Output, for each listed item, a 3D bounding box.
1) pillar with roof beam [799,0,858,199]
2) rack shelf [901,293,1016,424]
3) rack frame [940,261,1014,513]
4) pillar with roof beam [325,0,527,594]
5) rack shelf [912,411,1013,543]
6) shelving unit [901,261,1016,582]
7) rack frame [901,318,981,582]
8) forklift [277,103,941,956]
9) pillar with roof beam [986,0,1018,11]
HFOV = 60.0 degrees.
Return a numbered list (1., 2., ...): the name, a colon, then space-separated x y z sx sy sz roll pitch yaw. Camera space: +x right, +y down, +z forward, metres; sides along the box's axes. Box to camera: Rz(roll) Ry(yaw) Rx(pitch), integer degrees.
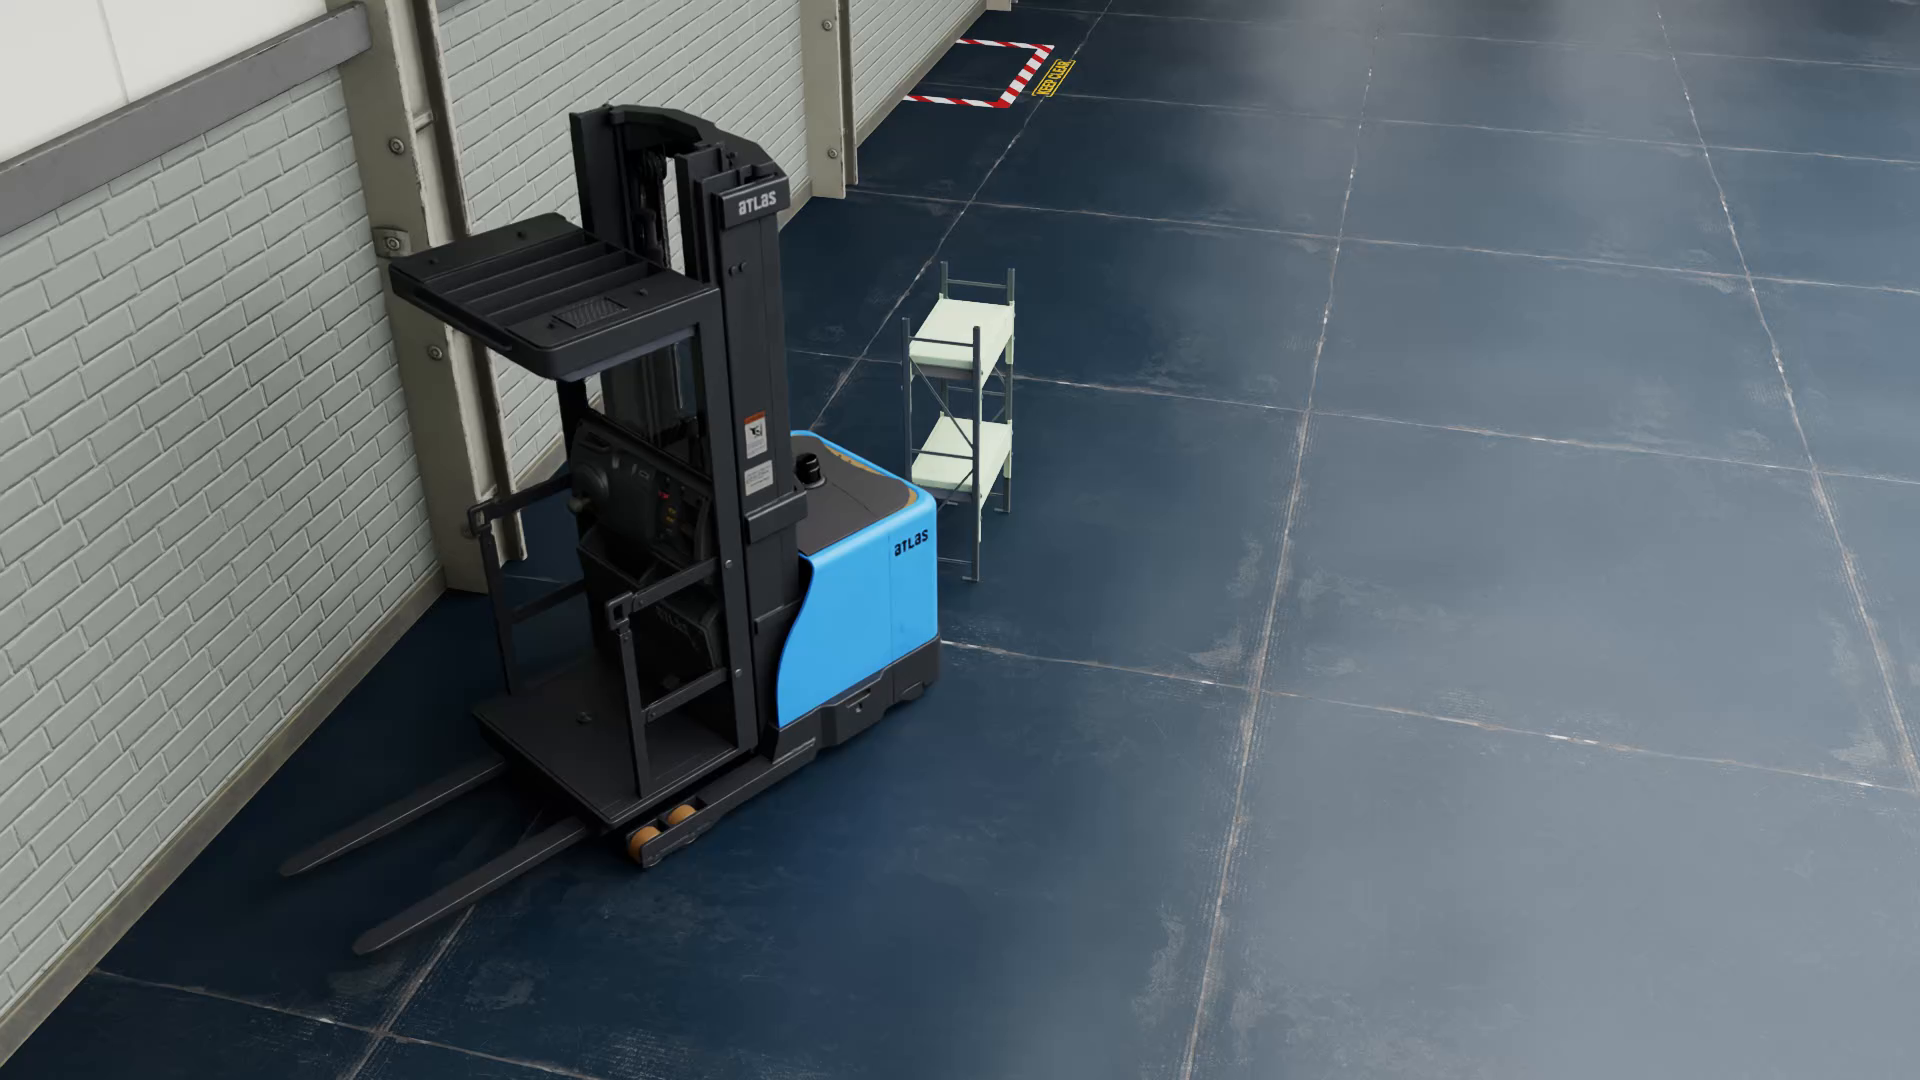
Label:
1. pillar with roof beam: 3.102 -6.157 10.618 9.100 9.000 0.400 8 33 12
2. rack shelf: -0.002 -0.959 8.703 0.431 0.370 0.720 8 33 12
3. rack frame: 0.091 -0.819 9.211 0.400 1.500 0.023 8 33 12
4. pillar with roof beam: 1.579 -3.044 5.720 9.100 9.000 0.400 8 33 12
5. rack shelf: -0.002 -0.354 9.087 0.431 0.370 0.720 8 33 12
6. shelving unit: -0.002 -0.629 8.912 0.431 1.500 0.755 8 33 12
7. rack frame: -0.095 -0.440 8.613 0.400 1.500 0.023 8 33 12
8. forklift: -1.487 -0.154 6.830 1.130 2.935 3.031 28 42 36
9. pillar with roof beam: 4.625 -9.271 15.515 9.100 9.000 0.400 8 33 12
